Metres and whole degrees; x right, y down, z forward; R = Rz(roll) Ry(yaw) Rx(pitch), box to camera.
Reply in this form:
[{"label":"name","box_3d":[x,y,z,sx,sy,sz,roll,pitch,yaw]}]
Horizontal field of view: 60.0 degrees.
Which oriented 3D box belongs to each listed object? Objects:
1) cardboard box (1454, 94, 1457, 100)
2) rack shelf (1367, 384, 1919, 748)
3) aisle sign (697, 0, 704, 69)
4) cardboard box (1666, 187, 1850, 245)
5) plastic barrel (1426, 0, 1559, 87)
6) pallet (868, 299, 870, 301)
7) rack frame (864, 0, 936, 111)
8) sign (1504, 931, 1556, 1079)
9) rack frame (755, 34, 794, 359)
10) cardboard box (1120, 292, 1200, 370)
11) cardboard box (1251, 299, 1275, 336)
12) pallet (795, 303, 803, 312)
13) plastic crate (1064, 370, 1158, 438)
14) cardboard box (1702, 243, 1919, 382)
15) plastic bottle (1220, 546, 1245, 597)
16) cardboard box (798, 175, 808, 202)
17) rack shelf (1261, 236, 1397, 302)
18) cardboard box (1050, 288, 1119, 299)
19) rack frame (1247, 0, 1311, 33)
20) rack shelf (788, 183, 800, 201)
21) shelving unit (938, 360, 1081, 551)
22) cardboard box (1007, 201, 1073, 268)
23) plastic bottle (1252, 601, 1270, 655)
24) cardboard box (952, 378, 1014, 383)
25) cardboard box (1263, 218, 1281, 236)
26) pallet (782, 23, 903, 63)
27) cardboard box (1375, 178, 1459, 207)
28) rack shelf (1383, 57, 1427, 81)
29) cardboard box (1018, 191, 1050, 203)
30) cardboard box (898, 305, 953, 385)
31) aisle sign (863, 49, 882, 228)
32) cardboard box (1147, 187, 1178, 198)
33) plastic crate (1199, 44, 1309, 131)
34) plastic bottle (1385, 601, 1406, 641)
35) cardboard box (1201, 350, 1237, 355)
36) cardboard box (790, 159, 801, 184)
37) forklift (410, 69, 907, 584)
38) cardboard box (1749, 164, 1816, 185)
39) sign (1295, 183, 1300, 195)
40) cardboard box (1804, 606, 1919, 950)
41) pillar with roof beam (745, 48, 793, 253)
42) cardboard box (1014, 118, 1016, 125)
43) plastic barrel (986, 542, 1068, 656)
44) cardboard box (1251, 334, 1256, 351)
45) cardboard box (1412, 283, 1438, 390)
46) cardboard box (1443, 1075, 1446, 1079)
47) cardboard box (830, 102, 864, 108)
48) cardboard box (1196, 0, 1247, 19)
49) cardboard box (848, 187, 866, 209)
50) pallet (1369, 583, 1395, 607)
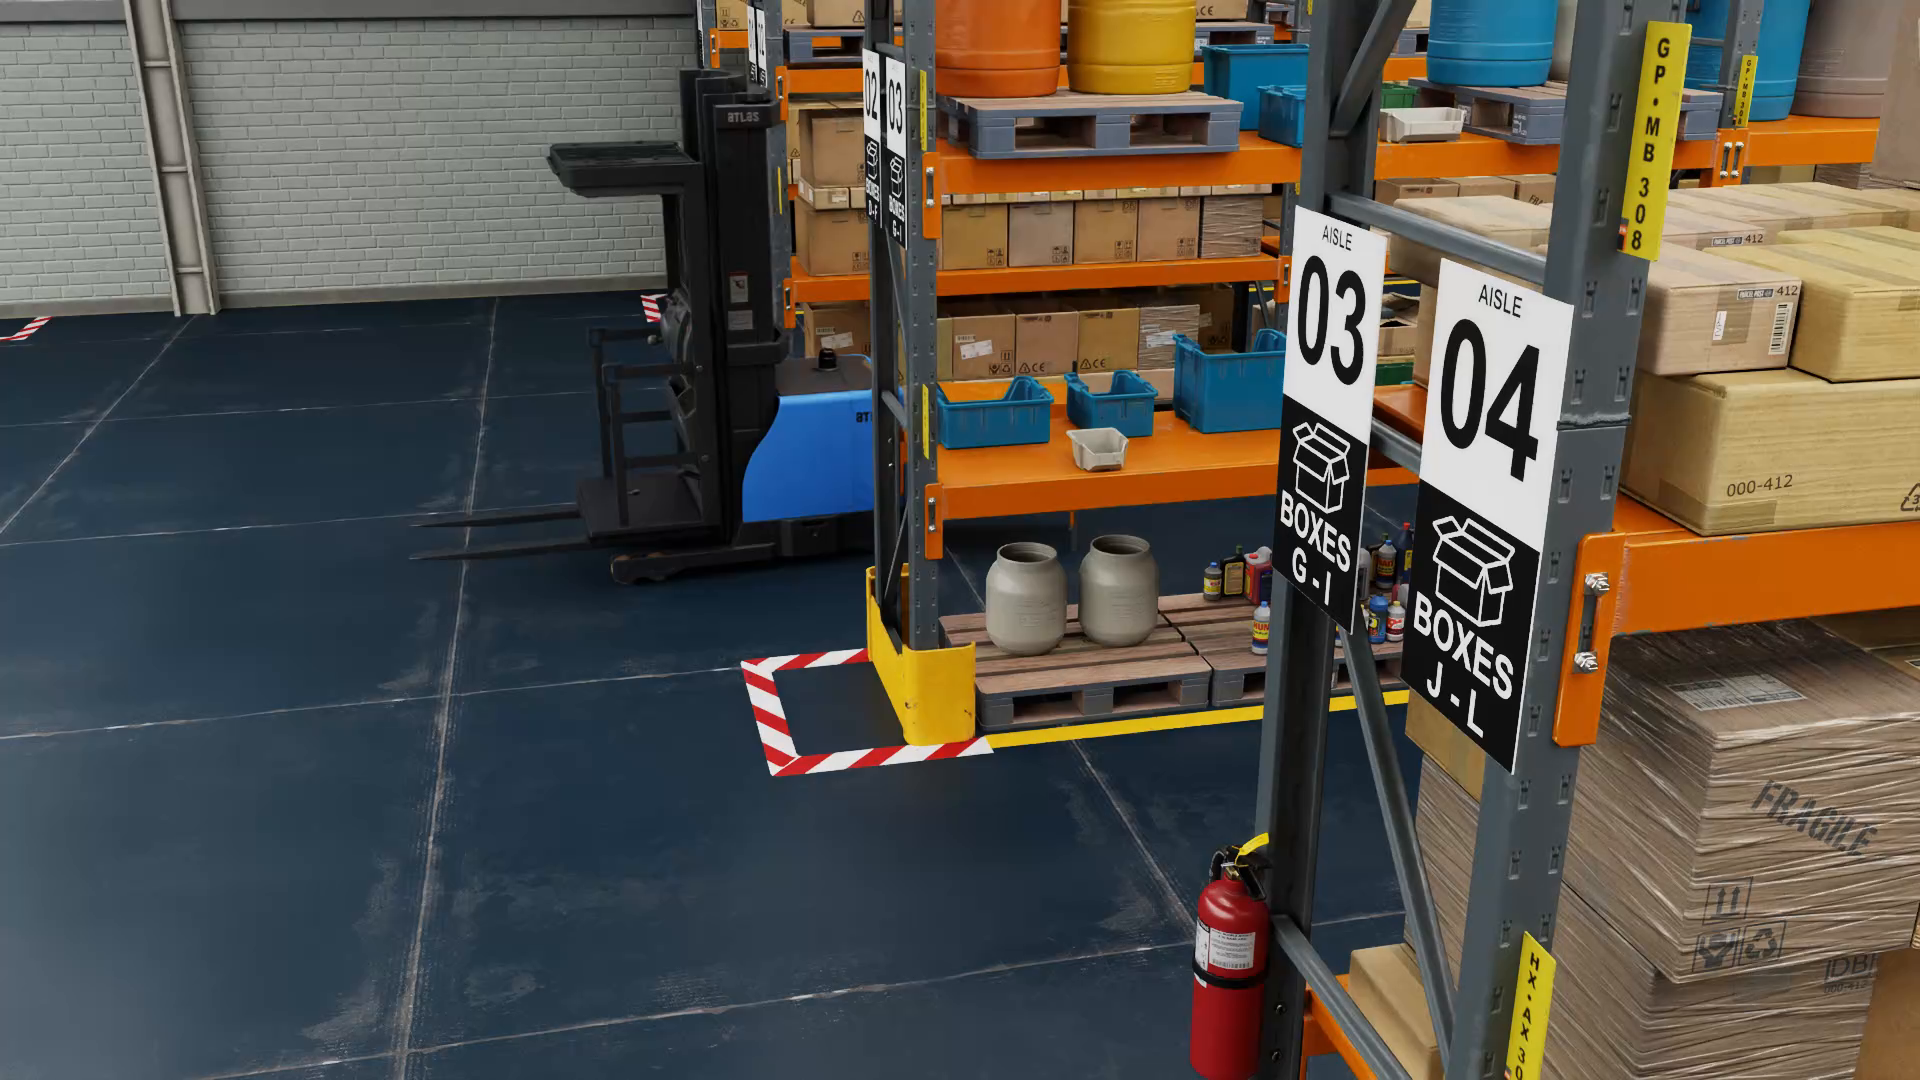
[{"label":"cardboard box","box_3d":[5.757,-5.039,18.511,0.500,0.250,0.500,-4,21,-11]},{"label":"rack shelf","box_3d":[2.809,-0.160,3.576,4.000,0.370,1.077,-5,21,-12]},{"label":"aisle sign","box_3d":[-2.558,-5.020,16.378,0.004,0.787,0.394,-5,21,-12]},{"label":"cardboard box","box_3d":[1.582,-0.623,3.431,0.250,0.149,0.380,-6,21,-15]},{"label":"plastic barrel","box_3d":[2.622,-2.704,8.135,0.708,0.901,0.600,-5,21,-12]},{"label":"pallet","box_3d":[-0.500,-2.750,18.014,1.213,0.211,1.003,-5,21,-12]},{"label":"rack frame","box_3d":[-0.277,-3.406,7.030,0.127,3.000,1.000,-5,21,-12]},{"label":"sign","box_3d":[0.987,0.844,2.891,0.005,0.325,0.100,-5,21,-12]},{"label":"rack frame","box_3d":[-1.414,-2.247,12.589,0.127,3.000,1.000,-5,21,-12]},{"label":"cardboard box","box_3d":[1.589,-1.677,13.328,0.500,0.500,0.500,-5,21,-12]},{"label":"cardboard box","box_3d":[2.807,-1.862,14.107,0.500,0.311,0.500,-5,21,-12]},{"label":"pallet","box_3d":[-1.684,-2.654,17.754,1.213,0.211,1.003,-5,21,-12]},{"label":"plastic crate","box_3d":[0.774,-0.709,8.604,0.408,0.251,0.499,-5,21,-12]},{"label":"cardboard box","box_3d":[1.458,-0.389,2.793,0.250,0.149,0.380,-4,21,-11]},{"label":"plastic bottle","box_3d":[1.518,0.172,9.293,0.133,0.283,0.061,-4,21,-11]},{"label":"cardboard box","box_3d":[-1.086,-2.693,12.717,0.250,0.149,0.380,-5,21,-13]},{"label":"rack shelf","box_3d":[4.425,-2.385,14.009,4.000,0.370,1.077,-5,21,-12]},{"label":"cardboard box","box_3d":[0.983,-1.811,13.695,0.500,0.500,0.500,-5,21,-12]},{"label":"rack frame","box_3d":[2.479,-5.381,12.421,0.127,3.000,1.000,-5,21,-12]},{"label":"rack shelf","box_3d":[-0.611,-3.726,17.671,4.000,0.370,1.077,-5,21,-12]},{"label":"shelving unit","box_3d":[0.225,-0.543,10.662,1.048,1.125,0.538,0,20,1]},{"label":"cardboard box","box_3d":[0.550,-2.451,12.998,0.500,0.500,0.700,-4,21,-11]},{"label":"plastic bottle","box_3d":[1.559,0.446,8.563,0.097,0.271,0.097,0,20,0]},{"label":"cardboard box","box_3d":[0.132,-1.202,13.121,0.500,0.250,0.500,-5,21,-12]},{"label":"cardboard box","box_3d":[3.534,-3.446,18.856,0.500,0.500,0.700,-5,21,-13]},{"label":"pallet","box_3d":[-0.720,-3.662,12.217,1.213,0.211,1.003,-5,21,-12]},{"label":"cardboard box","box_3d":[3.743,-2.708,13.701,0.500,0.500,0.500,-3,20,-9]},{"label":"rack shelf","box_3d":[4.425,-3.793,13.493,4.000,0.370,1.077,-5,21,-12]},{"label":"cardboard box","box_3d":[0.514,-2.679,12.680,0.250,0.149,0.380,-4,21,-12]},{"label":"cardboard box","box_3d":[-0.354,-1.514,12.883,0.500,0.500,0.500,-5,21,-12]},{"label":"aisle sign","box_3d":[-0.416,-1.904,7.871,0.004,0.787,0.394,-5,21,-12]},{"label":"cardboard box","box_3d":[1.513,-2.761,12.902,0.250,0.149,0.380,-5,21,-13]},{"label":"plastic crate","box_3d":[1.509,-2.242,8.236,0.575,0.384,0.392,-5,21,-12]},{"label":"plastic bottle","box_3d":[2.286,0.420,8.736,0.097,0.201,0.097,0,20,0]},{"label":"cardboard box","box_3d":[2.078,-1.360,13.554,0.500,0.250,0.500,-5,21,-12]},{"label":"cardboard box","box_3d":[-1.507,-3.823,17.078,0.500,0.250,0.500,-5,21,-14]},{"label":"forklift","box_3d":[-1.909,-1.314,10.141,3.031,2.935,1.130,-6,21,-16]},{"label":"cardboard box","box_3d":[6.959,-3.212,14.467,0.500,0.500,0.700,-12,24,-31]},{"label":"sign","box_3d":[2.608,-2.822,12.784,0.005,0.325,0.100,-5,21,-12]},{"label":"cardboard box","box_3d":[1.948,0.423,3.267,0.500,0.500,0.500,-5,21,-12]},{"label":"pillar with roof beam","box_3d":[-1.084,-5.626,13.091,0.400,9.000,9.100,-5,21,-12]},{"label":"cardboard box","box_3d":[0.096,-3.024,12.678,0.500,0.500,0.700,-5,21,-12]},{"label":"plastic barrel","box_3d":[0.345,0.304,8.630,0.421,0.512,0.421,0,20,0]},{"label":"cardboard box","box_3d":[2.816,-1.600,14.209,0.500,0.250,0.500,-5,21,-13]},{"label":"cardboard box","box_3d":[1.273,-0.392,3.382,0.500,0.250,0.500,-4,21,-11]},{"label":"cardboard box","box_3d":[1.194,1.244,3.423,0.250,0.149,0.380,-5,21,-12]},{"label":"cardboard box","box_3d":[-1.036,-4.208,17.040,0.500,0.500,0.500,-5,21,-14]},{"label":"cardboard box","box_3d":[1.928,-4.331,12.956,0.500,0.500,0.500,-3,20,-8]},{"label":"cardboard box","box_3d":[-0.726,-2.580,12.408,0.250,0.149,0.380,-5,21,-14]},{"label":"pallet","box_3d":[2.952,0.443,9.299,1.213,0.211,1.003,-5,21,-12]}]
